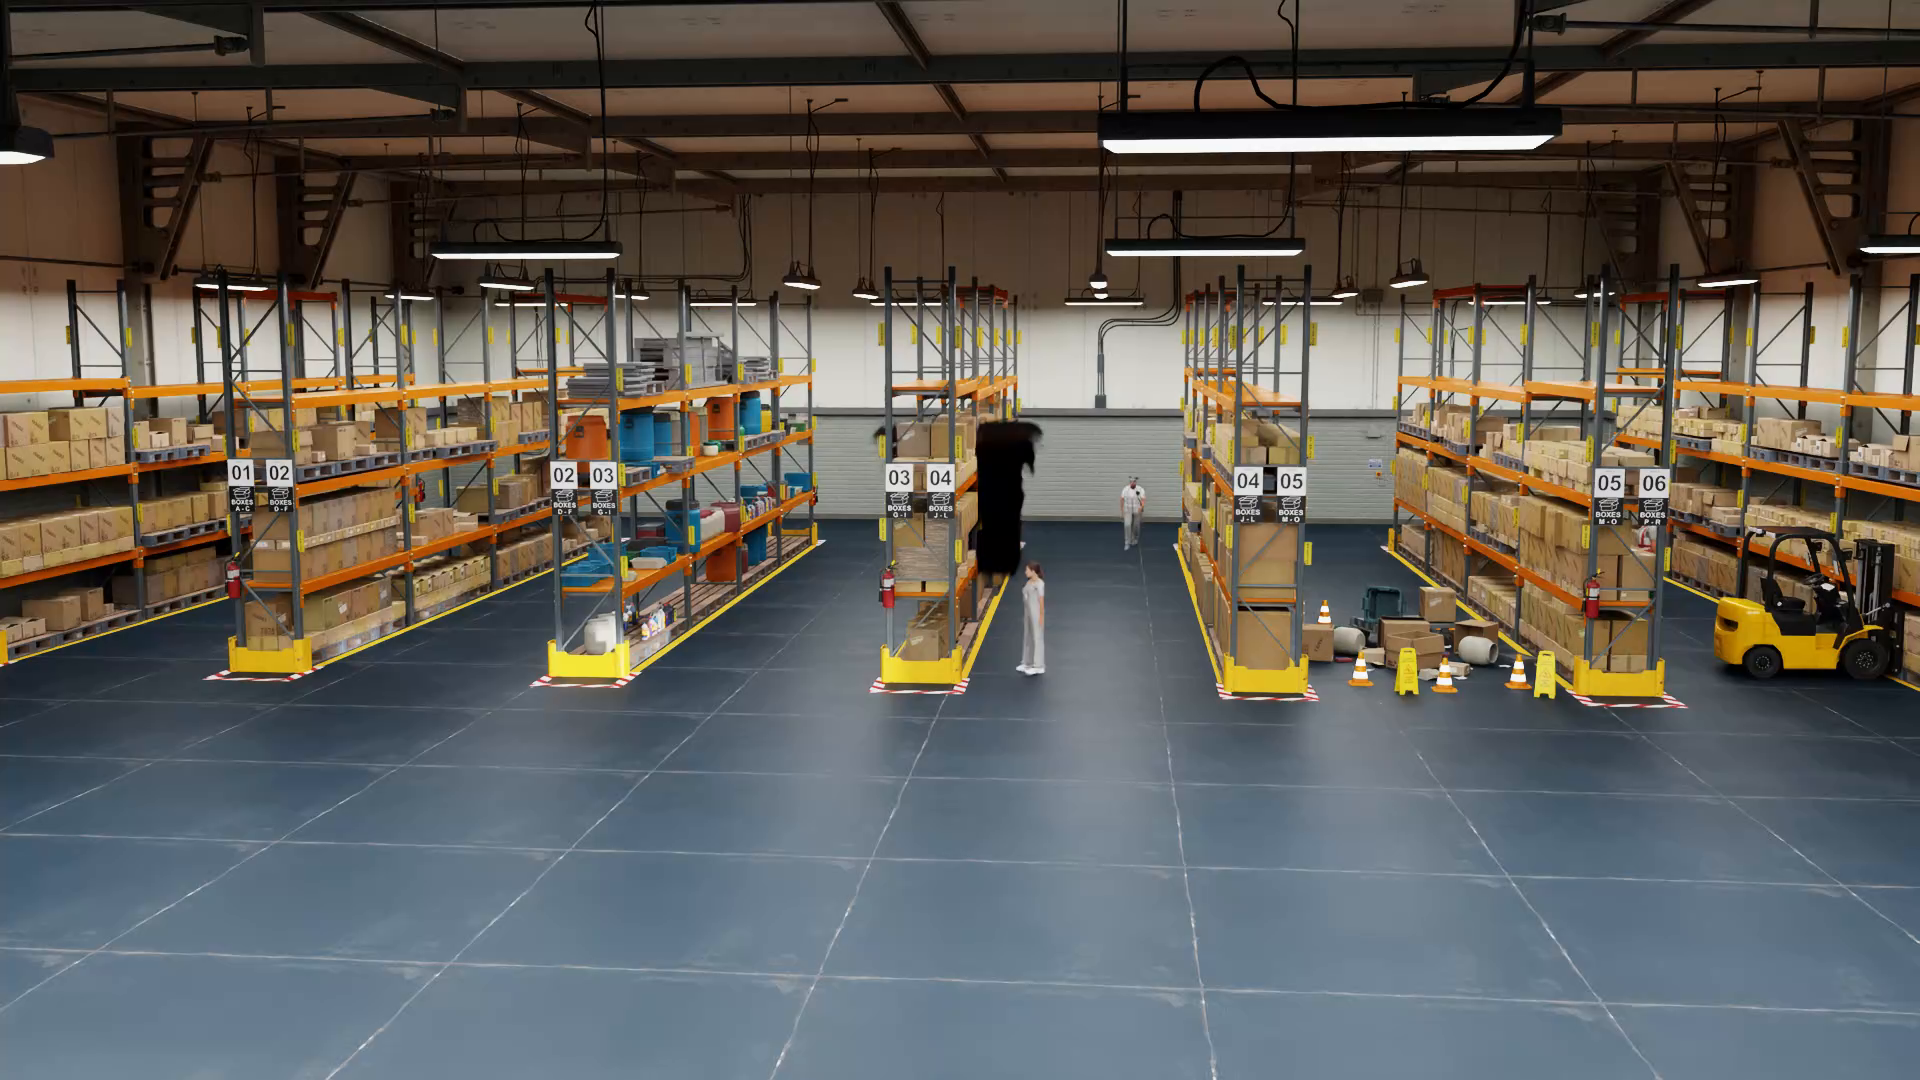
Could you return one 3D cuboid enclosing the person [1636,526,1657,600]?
[{"bbox_3d":[12.990,0.295,31.530,0.436,1.797,0.572,3,8,25],"label":"person"}]

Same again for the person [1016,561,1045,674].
[{"bbox_3d":[1.063,1.145,24.905,0.414,1.679,0.484,-4,8,-27],"label":"person"}]

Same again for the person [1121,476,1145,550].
[{"bbox_3d":[4.134,-0.659,39.787,0.595,1.778,0.947,1,7,8],"label":"person"}]
